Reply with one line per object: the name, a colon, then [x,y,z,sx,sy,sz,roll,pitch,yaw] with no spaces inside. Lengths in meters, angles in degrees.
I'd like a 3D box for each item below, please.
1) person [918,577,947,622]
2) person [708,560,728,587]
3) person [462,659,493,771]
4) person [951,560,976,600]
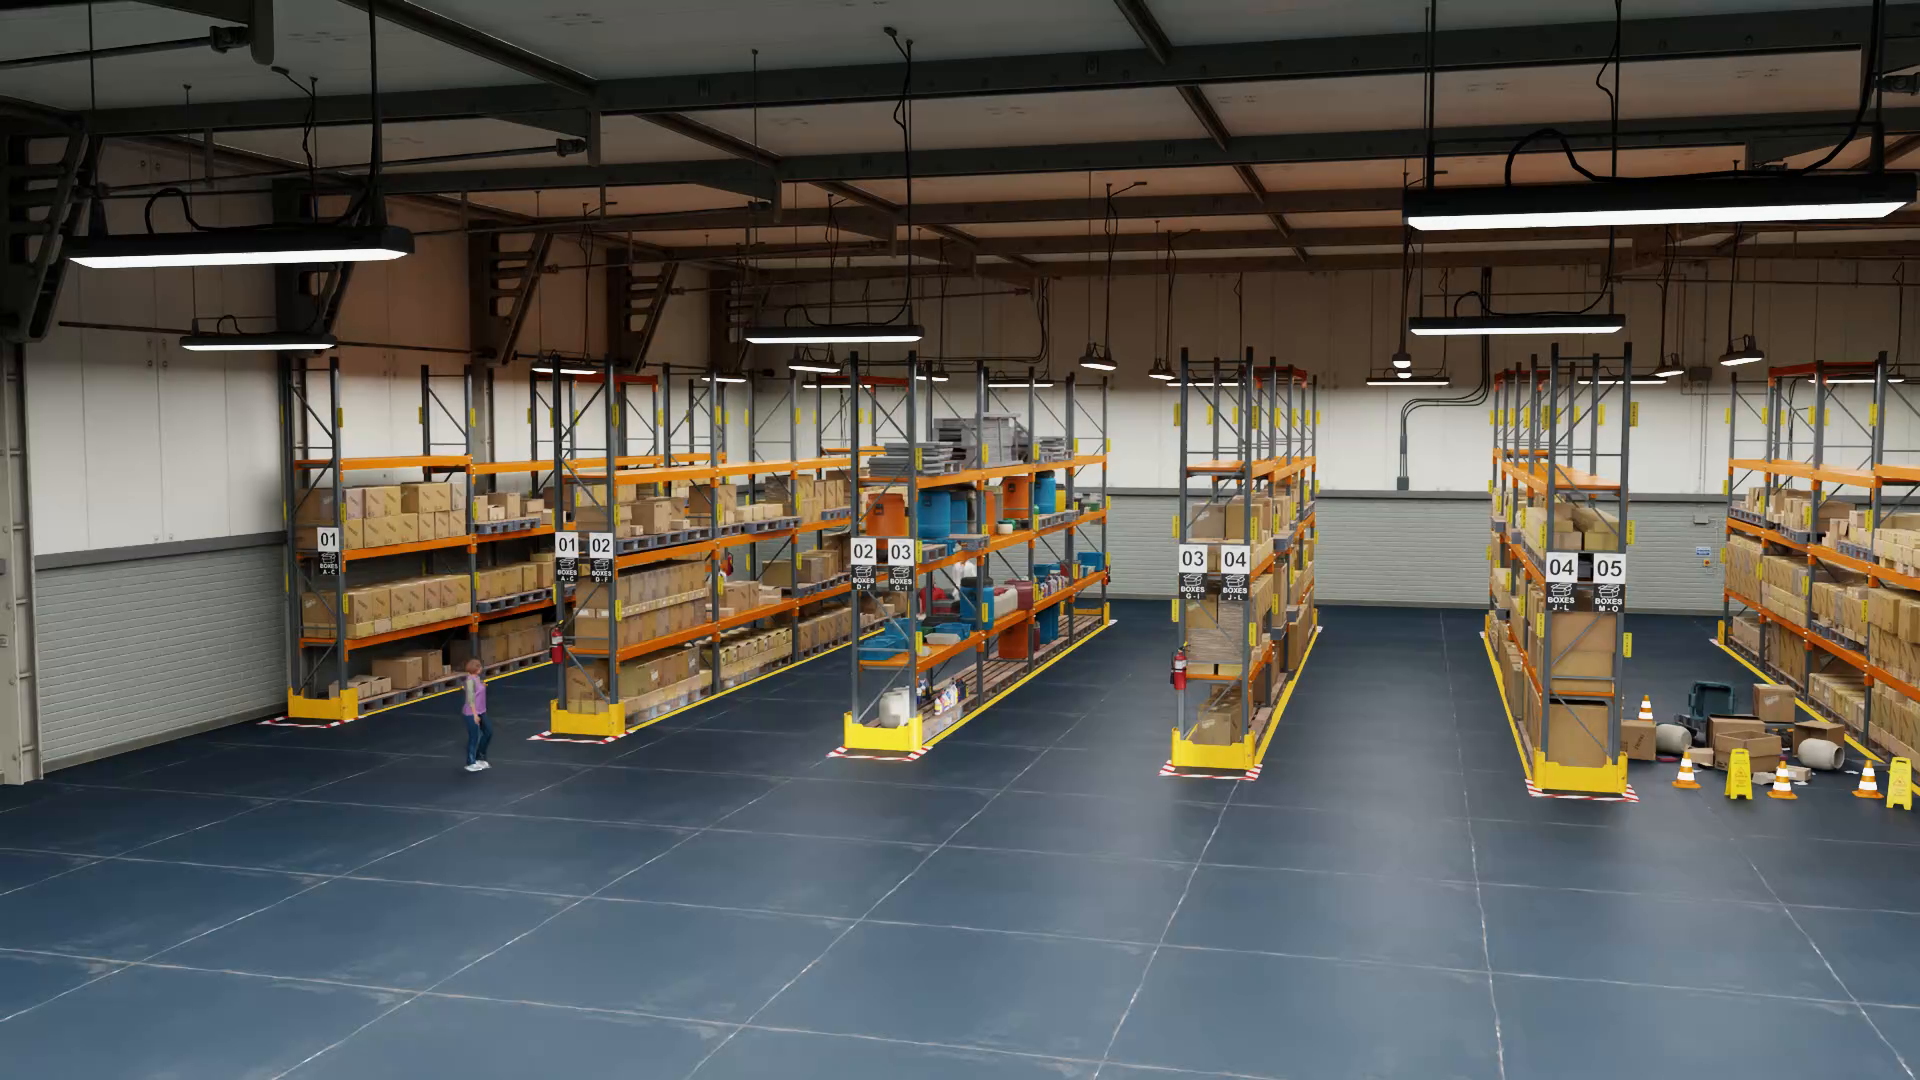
person: [-0.592,1.592,34.374,0.688,1.699,0.866,2,4,21]
person: [-5.718,1.288,39.273,0.541,1.634,0.900,0,4,6]
person: [-6.878,2.492,23.616,0.380,1.625,0.467,1,4,16]
person: [0.056,1.150,40.364,0.645,1.719,1.120,1,4,15]
